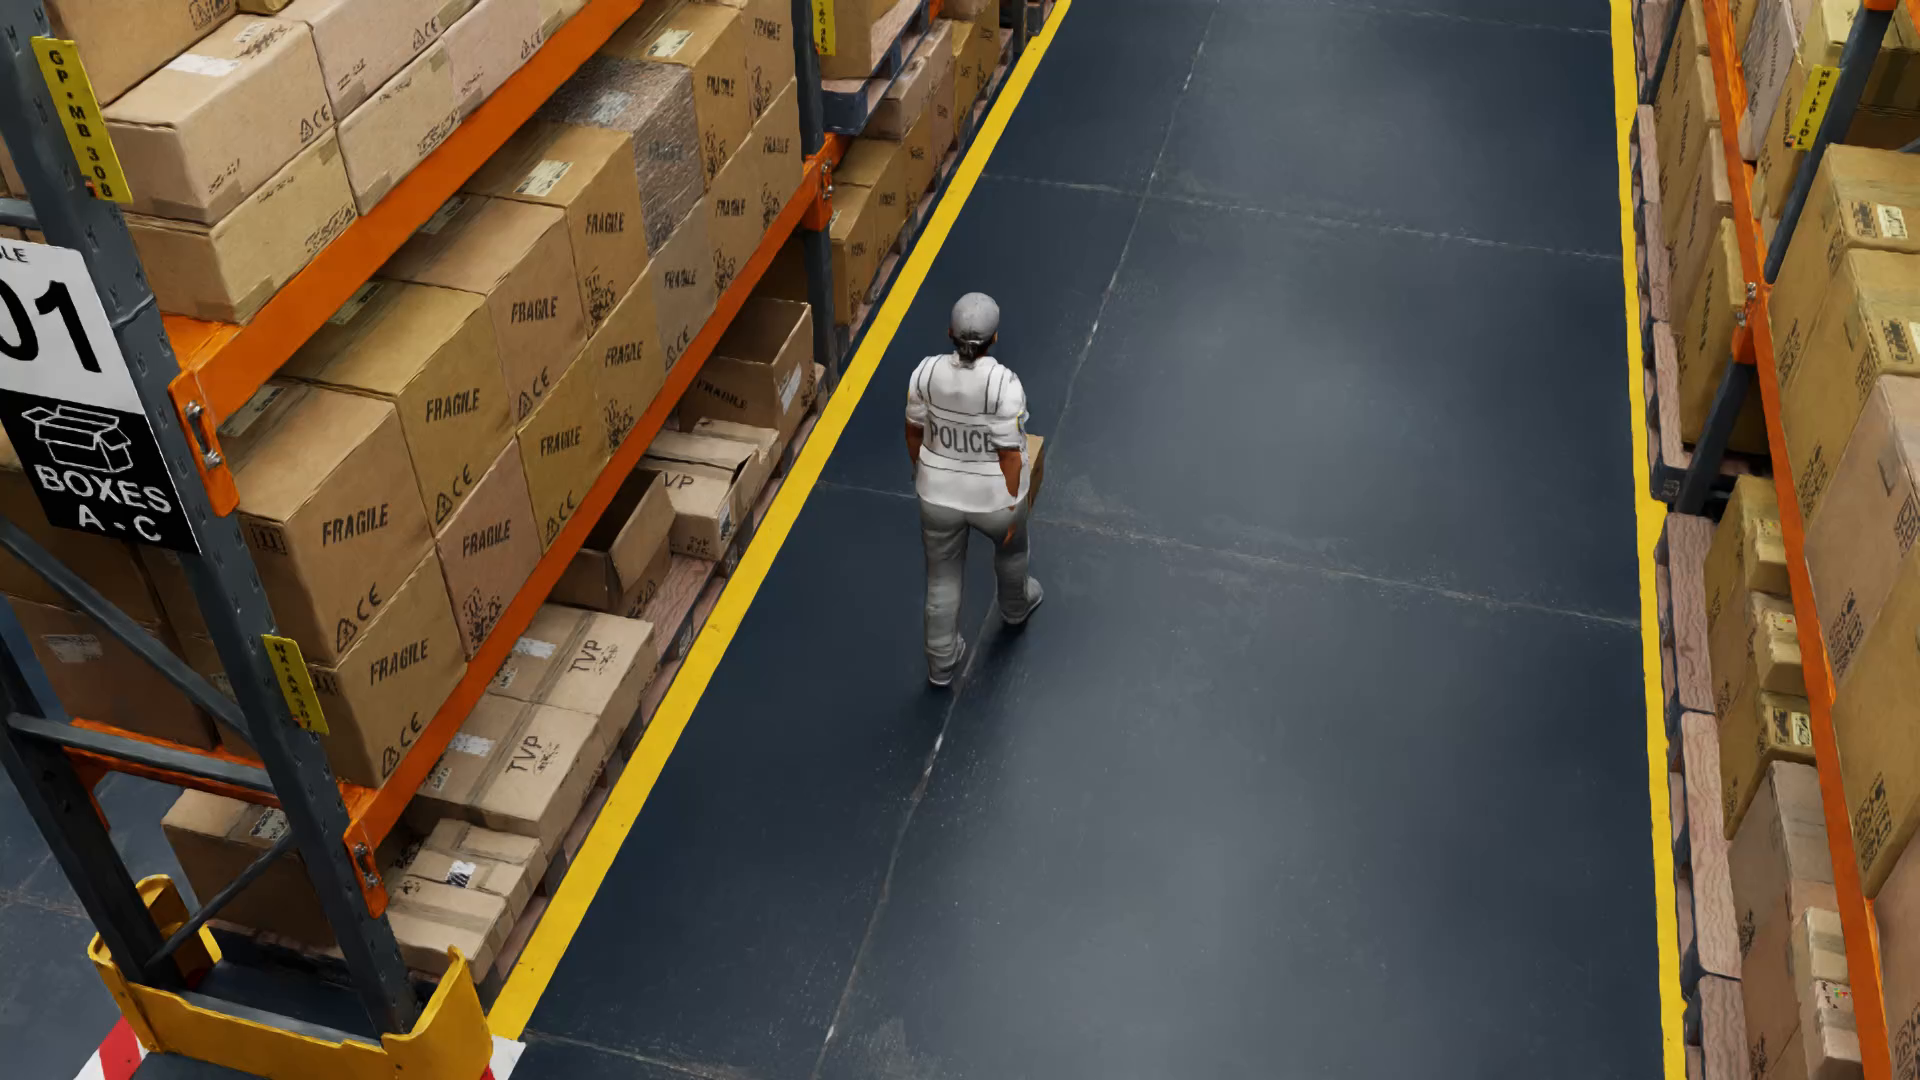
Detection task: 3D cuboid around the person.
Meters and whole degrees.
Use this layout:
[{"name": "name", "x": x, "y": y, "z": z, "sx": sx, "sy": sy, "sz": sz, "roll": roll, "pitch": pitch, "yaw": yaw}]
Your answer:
[{"name": "person", "x": 0.044, "y": -0.235, "z": 6.412, "sx": 0.506, "sy": 1.646, "sz": 0.704, "roll": 9, "pitch": 42, "yaw": 10}]
